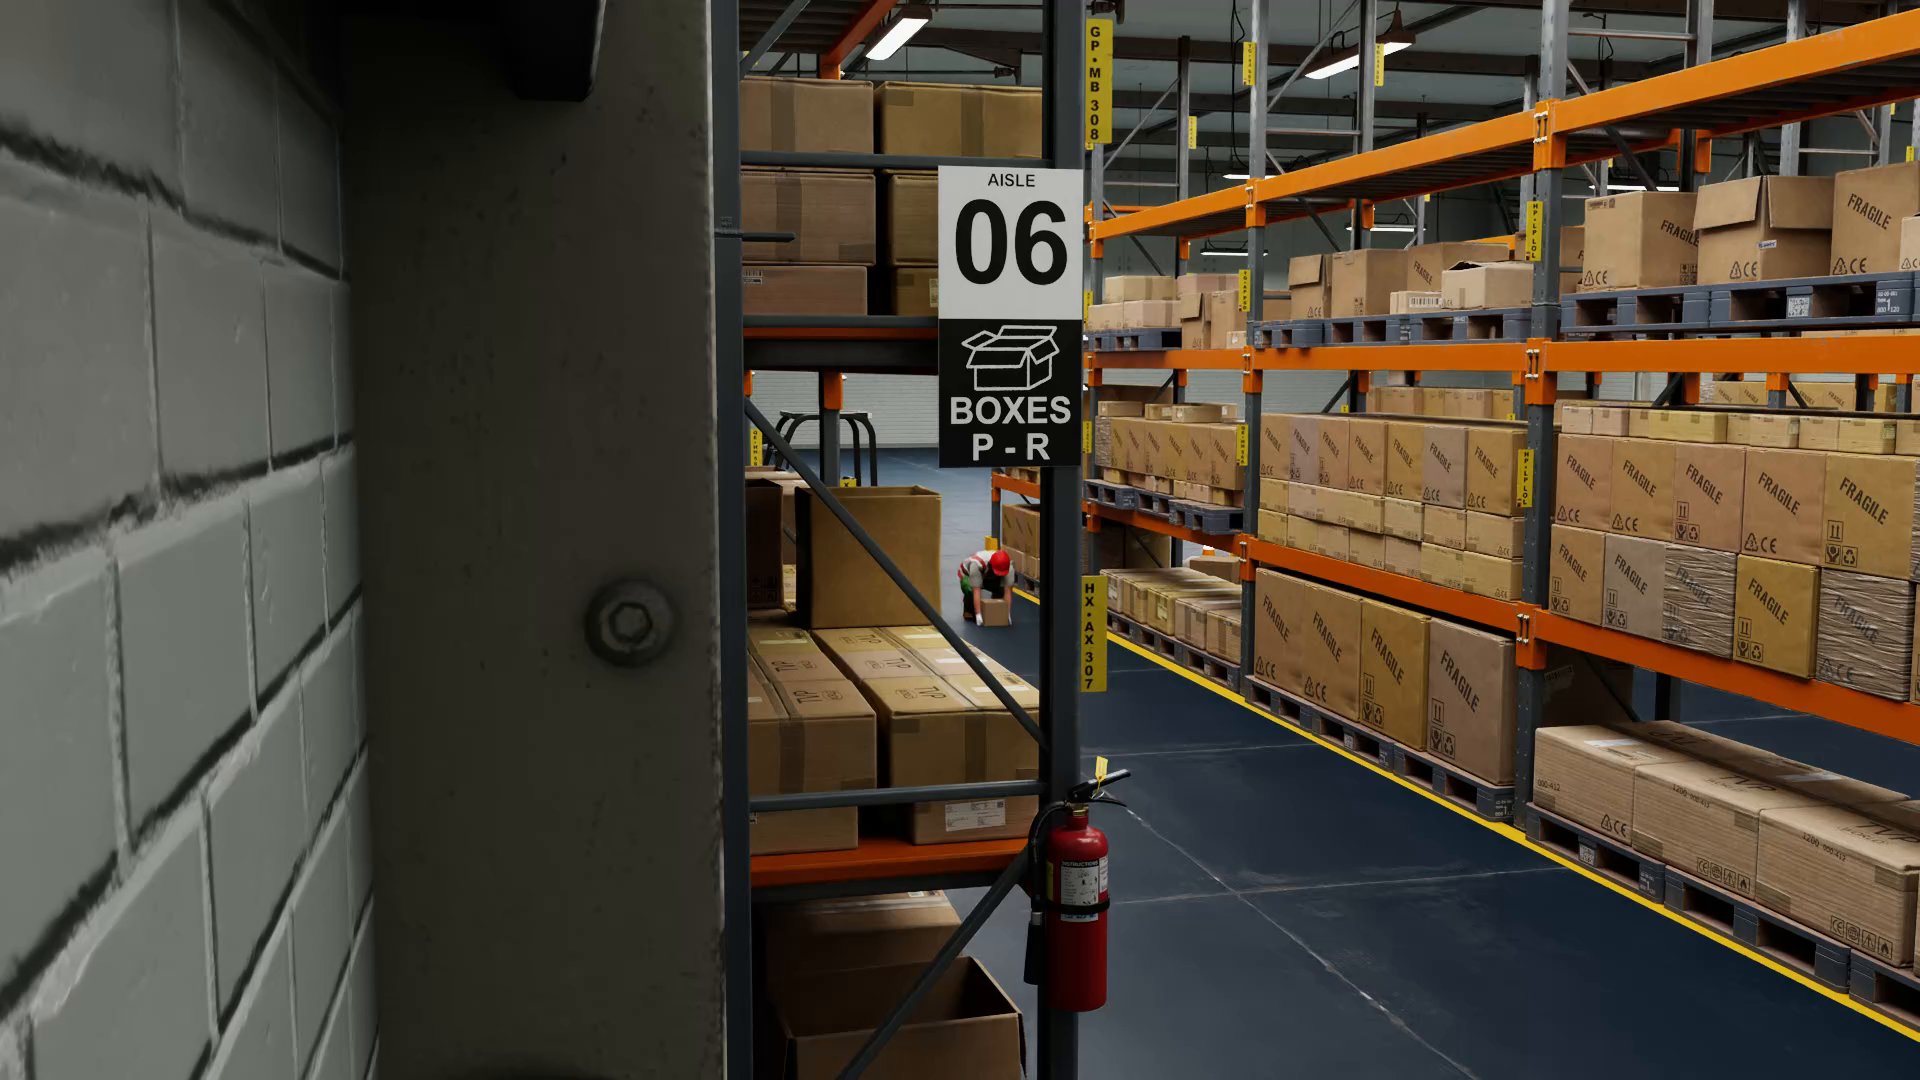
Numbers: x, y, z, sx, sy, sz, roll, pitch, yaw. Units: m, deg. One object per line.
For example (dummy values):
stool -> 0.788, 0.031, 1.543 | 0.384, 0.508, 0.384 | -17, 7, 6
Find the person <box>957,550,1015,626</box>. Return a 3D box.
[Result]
person -> 0.281, 0.499, 17.507 | 0.534, 0.864, 0.930 | -2, 6, -16
